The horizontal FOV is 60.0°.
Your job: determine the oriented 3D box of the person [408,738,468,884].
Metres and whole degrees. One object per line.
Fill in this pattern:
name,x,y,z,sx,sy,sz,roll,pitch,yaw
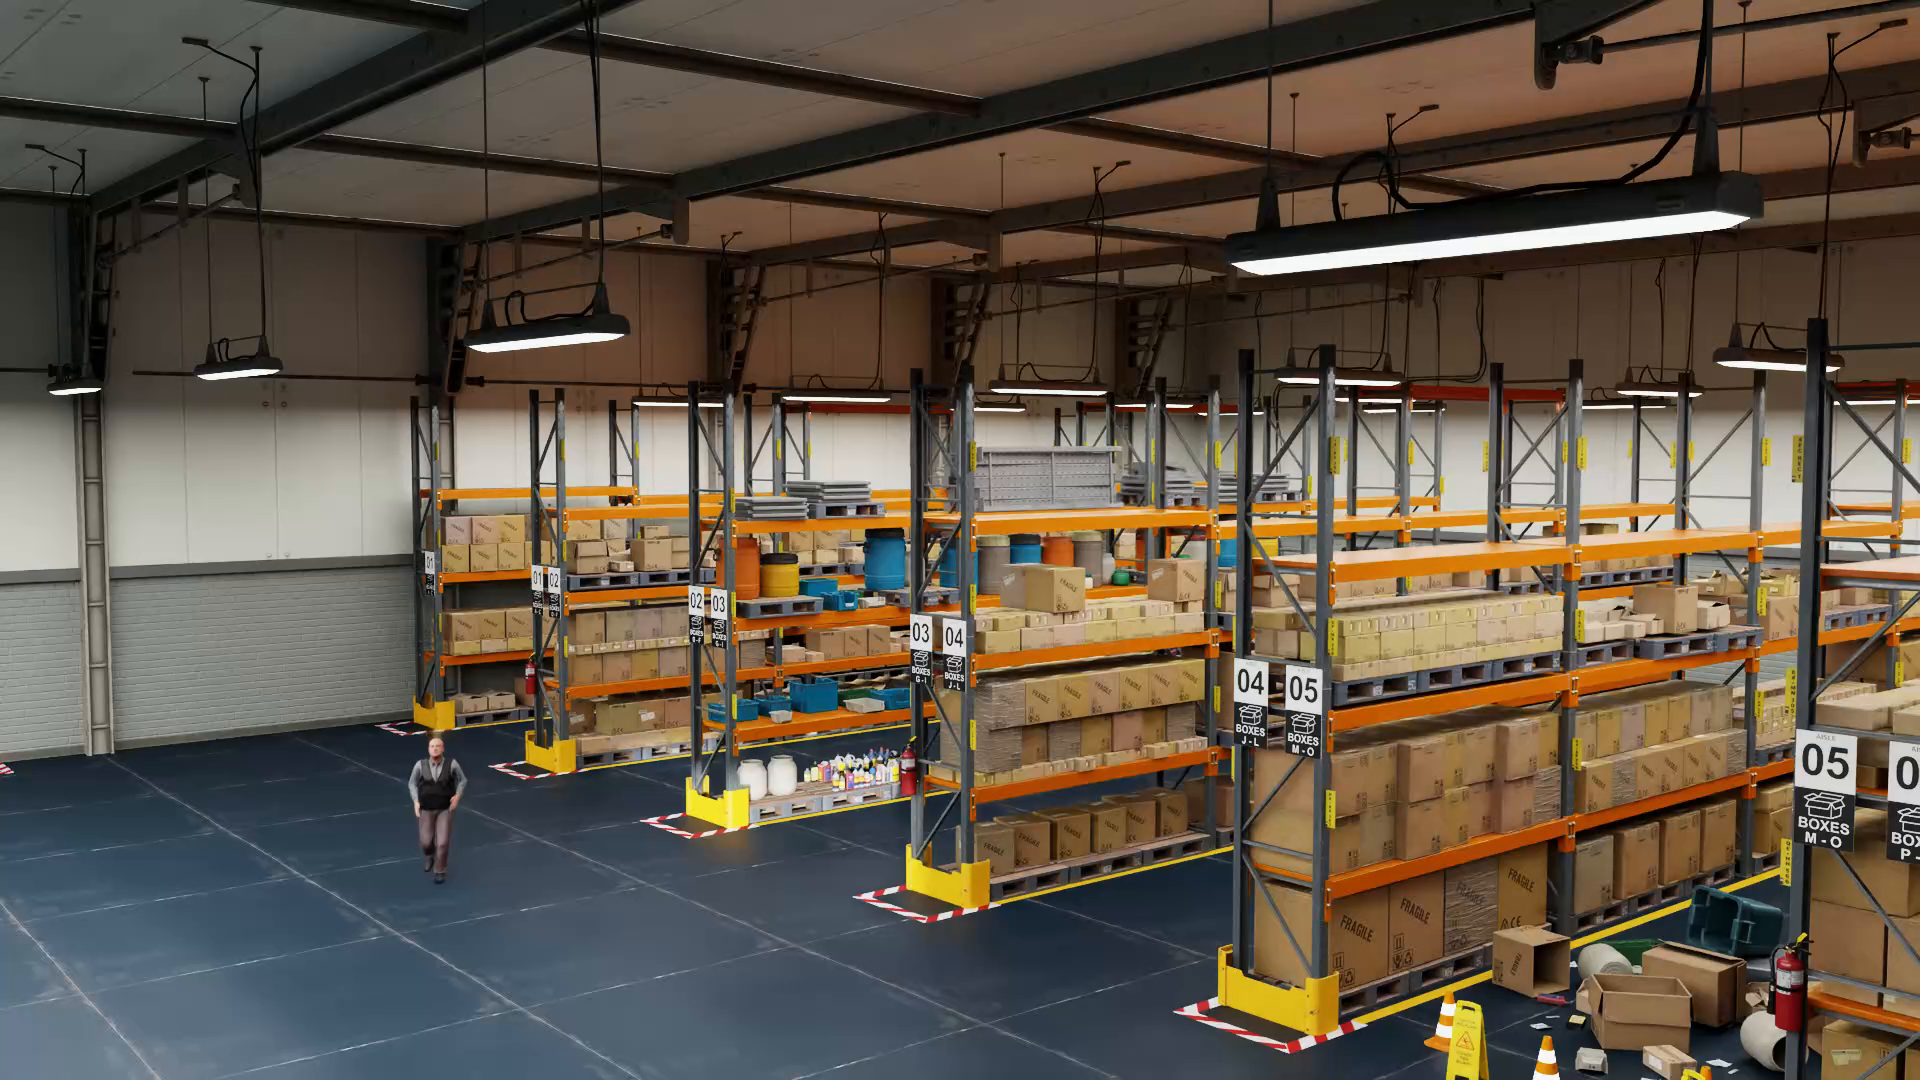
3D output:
person,-6.144,3.171,19.602,0.678,1.695,0.578,-1,3,-15
